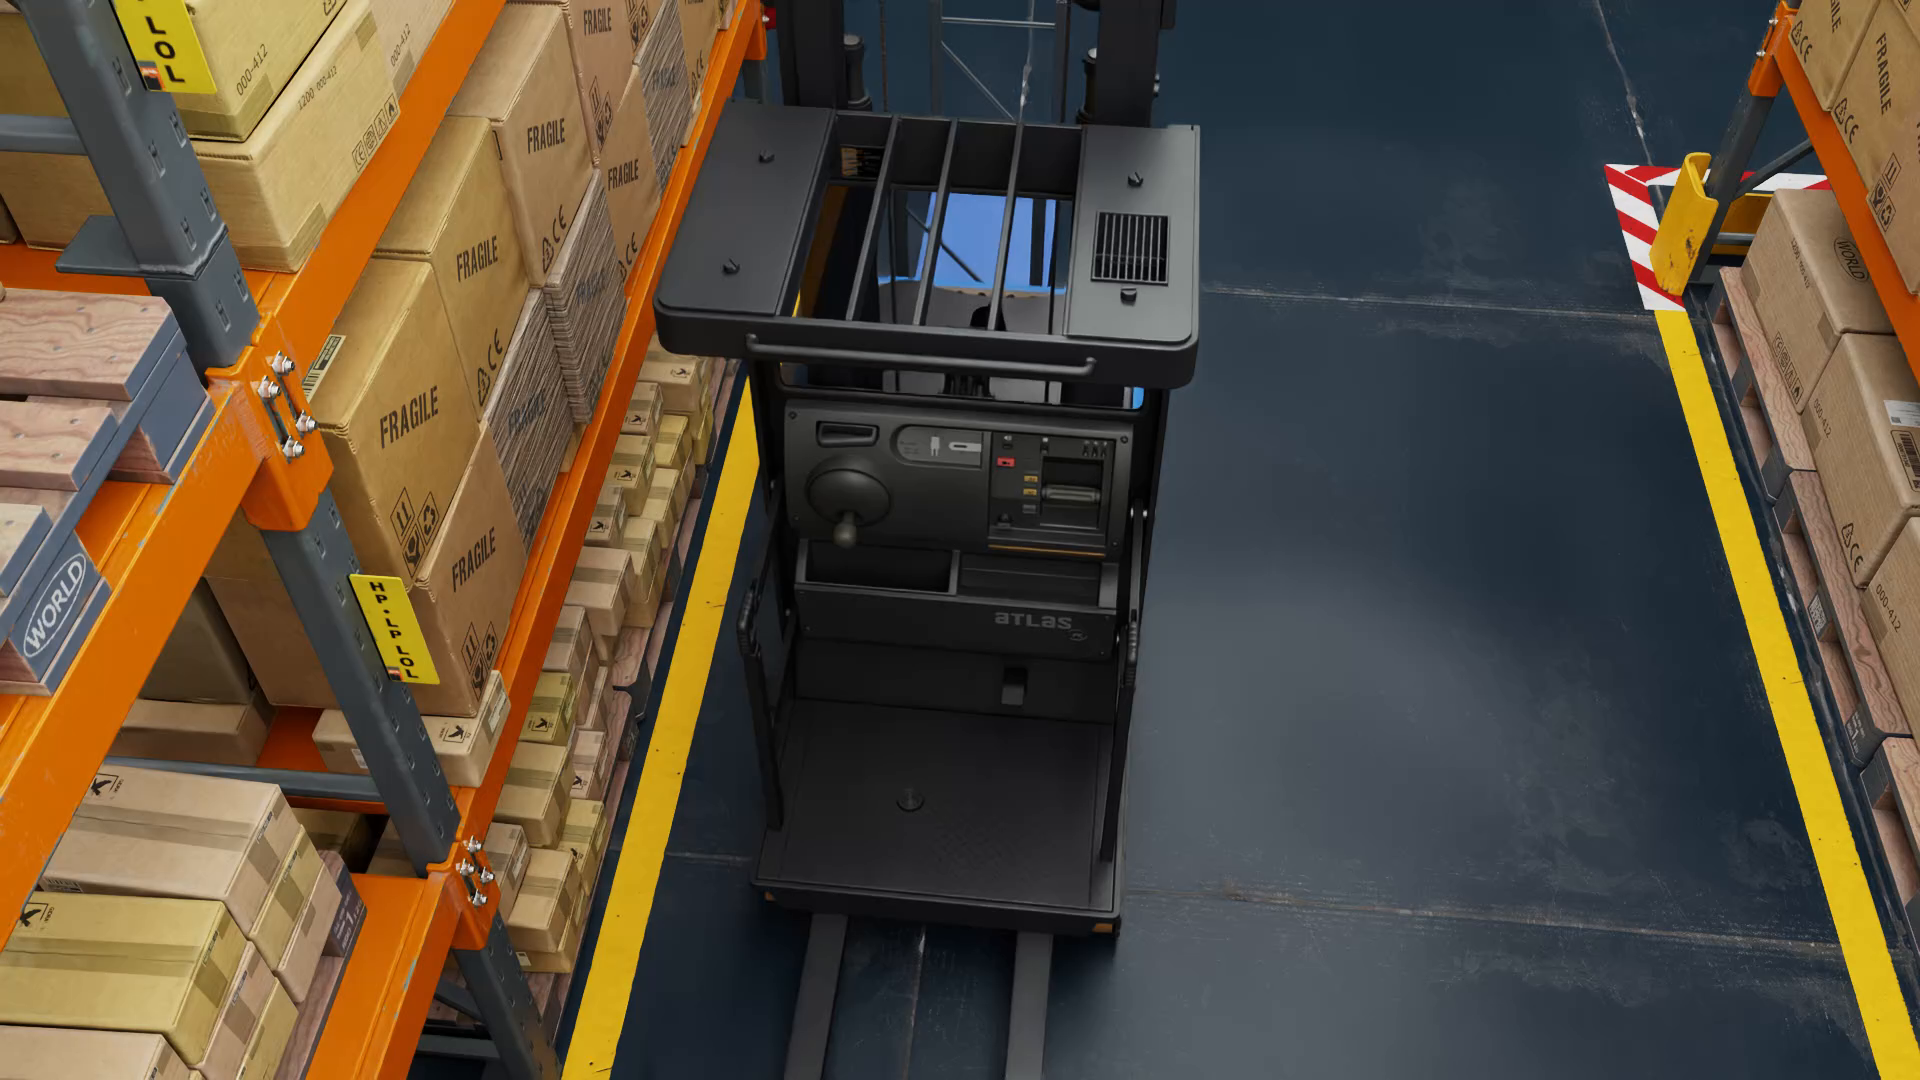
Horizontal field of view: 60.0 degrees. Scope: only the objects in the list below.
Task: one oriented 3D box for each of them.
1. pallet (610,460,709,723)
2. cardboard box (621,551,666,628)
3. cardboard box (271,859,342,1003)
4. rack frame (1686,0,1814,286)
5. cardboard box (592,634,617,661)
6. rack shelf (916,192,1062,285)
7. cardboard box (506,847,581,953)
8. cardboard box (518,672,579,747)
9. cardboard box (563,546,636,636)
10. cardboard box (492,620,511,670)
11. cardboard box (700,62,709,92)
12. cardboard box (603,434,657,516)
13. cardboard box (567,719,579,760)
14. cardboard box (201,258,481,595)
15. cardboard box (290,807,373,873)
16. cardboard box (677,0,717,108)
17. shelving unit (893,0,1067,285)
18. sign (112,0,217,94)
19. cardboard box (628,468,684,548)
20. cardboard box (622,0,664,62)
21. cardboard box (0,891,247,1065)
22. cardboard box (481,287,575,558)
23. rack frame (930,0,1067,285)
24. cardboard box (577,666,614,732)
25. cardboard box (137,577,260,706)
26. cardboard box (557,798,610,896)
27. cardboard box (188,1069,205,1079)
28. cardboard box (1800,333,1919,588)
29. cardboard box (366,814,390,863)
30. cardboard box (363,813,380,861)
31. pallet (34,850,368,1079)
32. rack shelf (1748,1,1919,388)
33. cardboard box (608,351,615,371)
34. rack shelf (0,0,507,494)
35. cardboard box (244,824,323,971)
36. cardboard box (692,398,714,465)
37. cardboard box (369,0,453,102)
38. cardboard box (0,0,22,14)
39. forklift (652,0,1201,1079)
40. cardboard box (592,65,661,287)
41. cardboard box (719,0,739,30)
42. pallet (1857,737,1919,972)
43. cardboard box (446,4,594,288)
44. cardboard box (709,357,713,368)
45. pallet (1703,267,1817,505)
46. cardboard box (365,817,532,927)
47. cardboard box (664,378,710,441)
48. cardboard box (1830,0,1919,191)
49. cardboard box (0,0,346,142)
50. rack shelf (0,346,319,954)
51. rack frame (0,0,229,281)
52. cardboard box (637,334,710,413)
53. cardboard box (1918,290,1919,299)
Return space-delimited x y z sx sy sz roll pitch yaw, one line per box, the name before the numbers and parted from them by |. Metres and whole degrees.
pallet | -1.527 0.082 6.032 1.003 0.211 1.213 4 48 4
cardboard box | -1.230 0.154 5.724 0.380 0.149 0.250 3 48 2
cardboard box | -1.500 0.784 3.386 0.380 0.149 0.250 3 48 3
rack frame | 3.642 -2.145 6.179 1.000 3.000 0.127 4 48 4
cardboard box | -1.314 0.238 5.445 0.380 0.149 0.250 6 48 5
rack shelf | 0.086 -0.964 6.359 0.538 0.185 1.000 5 48 4
cardboard box | -1.310 1.010 4.739 0.380 0.149 0.250 6 48 5
cardboard box | -1.365 0.528 4.978 0.380 0.149 0.250 3 48 3
cardboard box | -1.260 0.153 5.321 0.380 0.149 0.250 5 48 4
cardboard box | -1.360 0.239 4.169 0.380 0.149 0.250 5 48 5
cardboard box | -1.113 -1.695 5.938 0.380 0.149 0.250 3 48 3
cardboard box | -1.256 -0.231 5.673 0.380 0.149 0.250 4 48 4
cardboard box | -1.390 0.637 5.080 0.380 0.149 0.250 4 48 3
cardboard box | -1.377 -0.251 3.500 0.500 0.500 0.500 5 48 4
cardboard box | -1.888 0.876 4.660 0.380 0.149 0.250 5 48 5
cardboard box | -1.133 -1.813 5.606 0.500 0.500 0.500 3 48 3
shelving unit | 0.086 -1.085 6.226 0.538 1.500 1.048 5 48 4
sign | -1.108 -0.750 2.253 0.100 0.325 0.005 4 48 4
cardboard box | -1.180 -0.122 5.775 0.380 0.149 0.250 4 48 4
cardboard box | -1.175 -1.768 4.887 0.500 0.500 0.500 6 48 5
cardboard box | -1.527 0.783 2.983 0.380 0.149 0.250 3 48 2
cardboard box | -1.327 -0.310 4.231 0.500 0.500 0.500 4 48 4
rack frame | 0.140 -1.458 6.567 0.500 1.500 0.032 5 48 4
cardboard box | -1.340 0.538 5.372 0.380 0.149 0.250 3 48 3
cardboard box | -1.899 0.027 3.923 0.500 0.500 0.500 4 48 4
cardboard box | -1.284 0.914 5.028 0.380 0.149 0.250 5 48 5
cardboard box | -1.549 1.059 2.932 0.380 0.149 0.250 6 48 5
cardboard box | 3.606 -0.258 5.905 0.875 0.438 0.875 5 48 5
cardboard box | -1.858 0.859 5.079 0.380 0.149 0.250 5 48 5
cardboard box | -1.937 0.803 4.929 0.380 0.149 0.250 2 48 2
pallet | -1.876 1.152 3.294 1.003 0.211 1.213 4 48 4
rack shelf | 3.460 -0.433 5.101 1.077 0.370 4.000 4 48 4
cardboard box | -1.238 -0.537 4.879 0.380 0.149 0.250 6 48 5
rack shelf | -1.479 -1.704 4.230 1.077 0.370 4.000 4 48 4
cardboard box | -1.501 0.684 3.276 0.380 0.149 0.250 5 48 5
cardboard box | -1.140 -0.425 6.253 0.380 0.149 0.250 2 48 2
cardboard box | -1.320 -1.118 3.308 0.500 0.250 0.500 3 48 3
cardboard box | -1.394 -0.927 2.525 0.380 0.149 0.250 3 48 3
forklift | -0.030 -0.053 4.313 1.130 2.935 3.031 5 48 4
cardboard box | -1.226 -1.074 4.930 0.500 0.500 0.500 6 48 5
cardboard box | -1.045 -2.061 6.272 0.380 0.149 0.250 4 48 4
pallet | 3.425 1.182 5.026 1.003 0.211 1.213 4 48 4
cardboard box | -1.269 -1.002 4.186 0.500 0.500 0.500 5 48 4
cardboard box | -1.169 -0.799 6.595 0.380 0.149 0.250 4 48 3
pallet | 3.647 -0.611 6.666 1.003 0.211 1.213 4 48 4
cardboard box | -1.424 0.916 4.624 0.380 0.149 0.250 6 48 5
cardboard box | -1.141 -0.514 6.133 0.380 0.149 0.250 5 48 4
cardboard box | 3.294 -1.472 5.496 0.500 0.500 0.500 3 48 3
cardboard box | -1.378 -0.933 2.800 0.500 0.250 0.500 5 48 5
rack shelf | -1.844 1.235 1.542 1.077 0.370 4.000 4 48 4
rack frame | -1.661 -1.489 1.514 1.000 3.000 0.127 4 48 4
cardboard box | -1.126 -0.612 6.021 0.380 0.149 0.250 5 48 5
cardboard box | 3.201 -0.730 4.817 0.500 0.500 0.500 5 48 5
